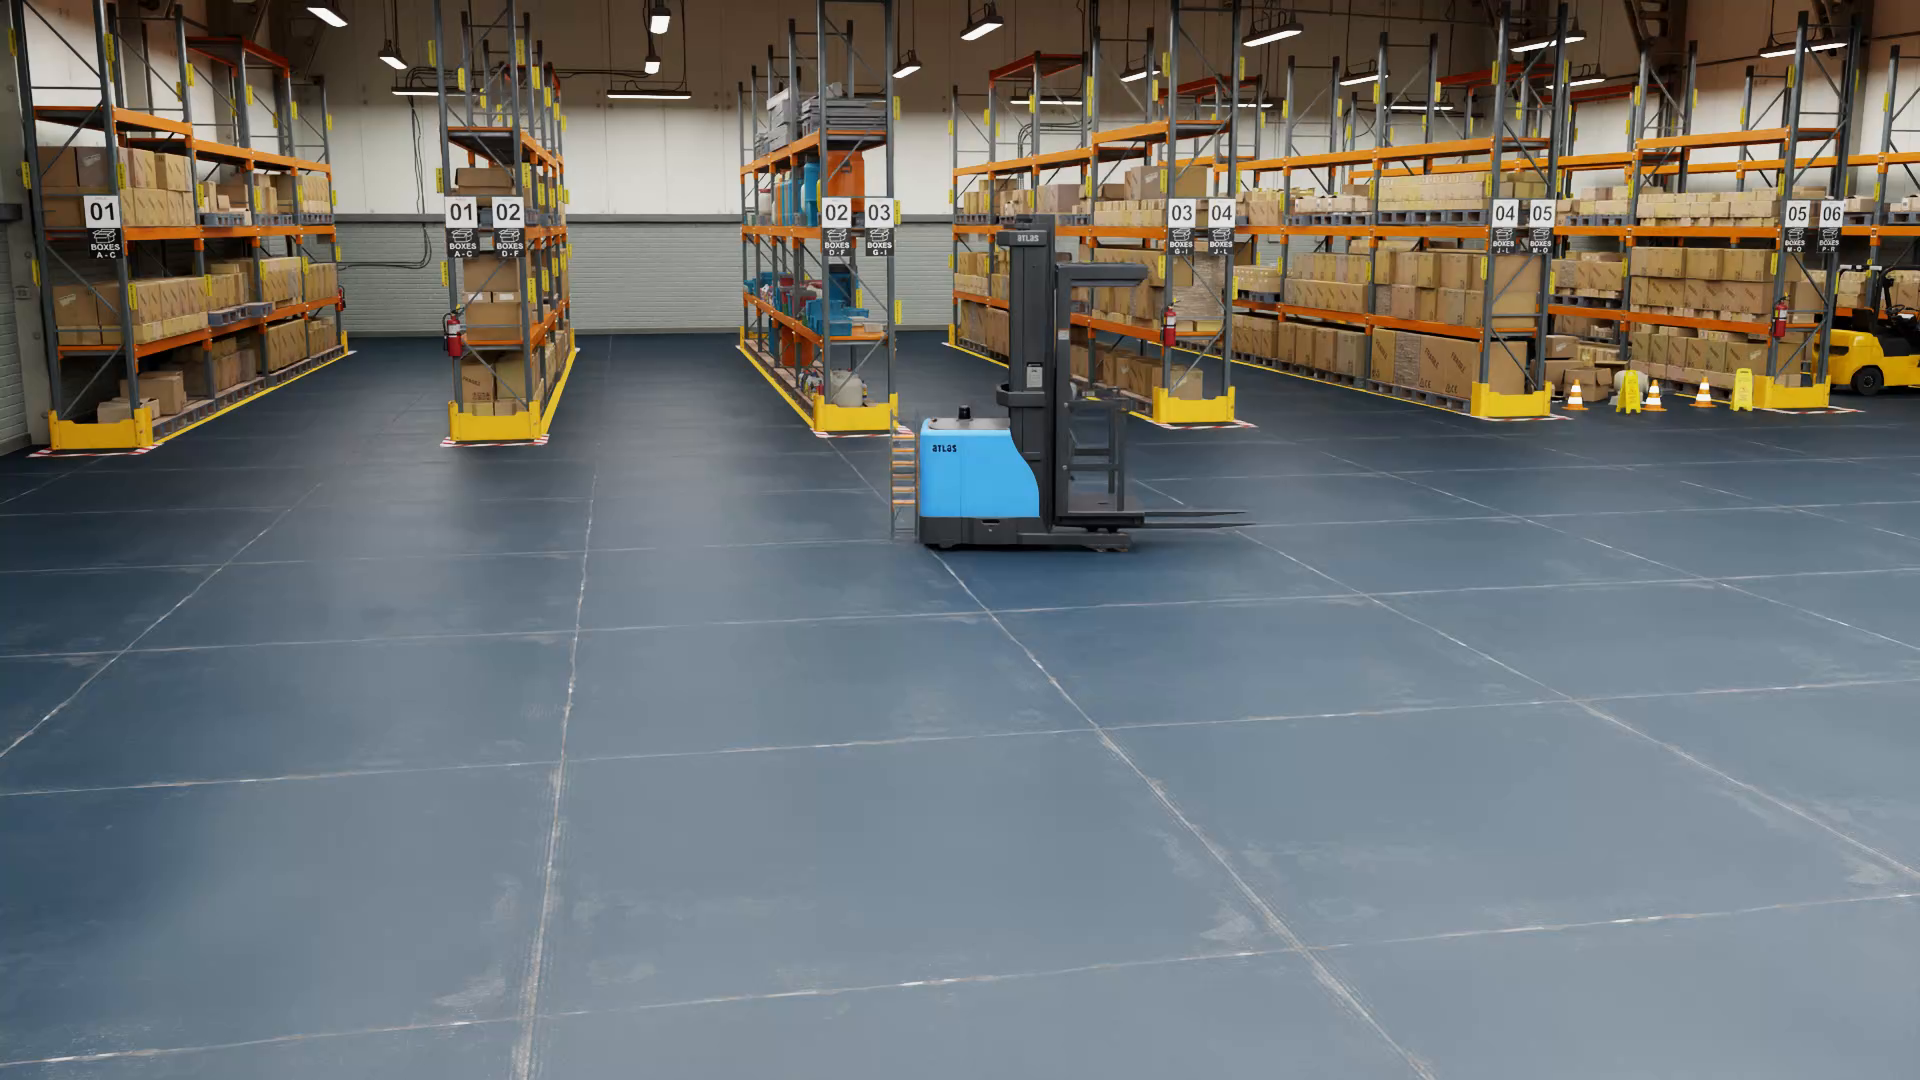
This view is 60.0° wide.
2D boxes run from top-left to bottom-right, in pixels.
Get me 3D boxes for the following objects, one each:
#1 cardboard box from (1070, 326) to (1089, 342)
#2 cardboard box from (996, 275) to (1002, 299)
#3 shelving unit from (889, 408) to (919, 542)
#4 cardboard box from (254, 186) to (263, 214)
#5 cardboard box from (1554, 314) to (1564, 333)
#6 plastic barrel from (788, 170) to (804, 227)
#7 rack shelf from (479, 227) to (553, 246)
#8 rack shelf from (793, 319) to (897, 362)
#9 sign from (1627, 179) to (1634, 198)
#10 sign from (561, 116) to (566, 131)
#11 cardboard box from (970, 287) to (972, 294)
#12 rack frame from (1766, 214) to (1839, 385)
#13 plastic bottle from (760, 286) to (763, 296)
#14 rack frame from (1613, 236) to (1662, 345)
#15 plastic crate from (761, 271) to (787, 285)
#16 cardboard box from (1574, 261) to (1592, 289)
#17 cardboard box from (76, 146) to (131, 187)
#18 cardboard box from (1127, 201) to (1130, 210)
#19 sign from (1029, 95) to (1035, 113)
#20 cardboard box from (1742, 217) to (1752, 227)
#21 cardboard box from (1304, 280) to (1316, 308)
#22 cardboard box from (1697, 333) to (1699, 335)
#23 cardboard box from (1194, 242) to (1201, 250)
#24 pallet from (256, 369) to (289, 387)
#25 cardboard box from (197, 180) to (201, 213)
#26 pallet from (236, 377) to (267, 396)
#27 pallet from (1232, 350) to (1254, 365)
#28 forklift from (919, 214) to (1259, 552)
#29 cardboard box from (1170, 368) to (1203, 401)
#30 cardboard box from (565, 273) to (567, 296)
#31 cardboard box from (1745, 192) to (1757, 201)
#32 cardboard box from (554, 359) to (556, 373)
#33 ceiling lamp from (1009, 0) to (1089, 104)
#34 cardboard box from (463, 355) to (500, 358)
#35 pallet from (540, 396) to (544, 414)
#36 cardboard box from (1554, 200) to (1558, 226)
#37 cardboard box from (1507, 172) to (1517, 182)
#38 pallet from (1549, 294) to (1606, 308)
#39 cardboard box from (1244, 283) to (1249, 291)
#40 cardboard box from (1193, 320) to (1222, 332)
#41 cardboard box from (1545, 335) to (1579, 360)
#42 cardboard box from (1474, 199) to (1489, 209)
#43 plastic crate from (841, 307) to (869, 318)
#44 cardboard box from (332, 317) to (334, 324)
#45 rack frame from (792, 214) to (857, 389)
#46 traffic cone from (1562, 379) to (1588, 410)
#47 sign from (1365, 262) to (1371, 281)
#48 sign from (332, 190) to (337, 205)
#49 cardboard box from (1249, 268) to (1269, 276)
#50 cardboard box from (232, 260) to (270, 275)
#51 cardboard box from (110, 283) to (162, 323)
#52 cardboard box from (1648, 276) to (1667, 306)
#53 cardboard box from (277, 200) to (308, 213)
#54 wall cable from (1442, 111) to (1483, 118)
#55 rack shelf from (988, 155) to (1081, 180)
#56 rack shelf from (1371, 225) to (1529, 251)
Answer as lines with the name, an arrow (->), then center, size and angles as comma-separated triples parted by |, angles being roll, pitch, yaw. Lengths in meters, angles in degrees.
cardboard box -> 2.164, -3.817, 30.786 | 0.500, 0.250, 0.500 | -1, 11, -5
cardboard box -> 1.056, -5.276, 34.682 | 0.500, 0.500, 0.500 | -2, 11, -11
shelving unit -> -0.508, -0.590, 15.138 | 0.258, 1.200, 0.189 | 0, 11, 0
cardboard box -> -13.085, -6.162, 30.135 | 0.700, 0.500, 0.500 | -2, 11, -8
cardboard box -> 15.079, -5.393, 41.122 | 0.700, 0.500, 0.500 | -2, 11, -9
plastic barrel -> -2.501, -5.571, 27.133 | 0.600, 0.901, 0.708 | -2, 11, -11
rack shelf -> -7.437, -5.073, 27.783 | 1.077, 0.370, 4.000 | -2, 11, -11
rack shelf -> -1.800, -3.045, 25.152 | 1.077, 0.370, 4.000 | -2, 11, -11
sign -> 11.846, -6.206, 29.376 | 0.100, 0.325, 0.005 | -2, 11, -11
sign -> -8.834, -9.287, 37.055 | 0.100, 0.325, 0.005 | -2, 11, -11
cardboard box -> 0.434, -5.616, 37.405 | 0.380, 0.149, 0.250 | -2, 11, -10
rack frame -> 13.168, -3.572, 25.997 | 1.000, 3.000, 0.127 | -2, 11, -11
plastic bottle -> -4.066, -5.068, 34.168 | 0.061, 0.283, 0.133 | -2, 11, -11
rack frame -> 15.702, -5.955, 38.512 | 1.000, 3.000, 0.127 | -2, 11, -11
plastic crate -> -4.275, -5.959, 38.279 | 0.616, 0.435, 0.499 | -2, 11, -11
cardboard box -> 11.883, -4.970, 31.152 | 0.500, 0.500, 0.500 | -2, 11, -9
cardboard box -> -10.966, -4.775, 21.297 | 0.500, 0.500, 0.500 | -3, 11, -15
cardboard box -> 2.804, -5.187, 25.791 | 0.380, 0.149, 0.250 | -2, 11, -10
sign -> 1.348, -8.142, 31.040 | 0.100, 0.325, 0.005 | -2, 11, -11
cardboard box -> 12.726, -5.072, 26.527 | 0.380, 0.149, 0.250 | -2, 11, -9
cardboard box -> 6.798, -4.612, 31.194 | 0.500, 0.500, 0.500 | -2, 11, -11
cardboard box -> 12.869, -3.338, 28.991 | 0.500, 0.500, 0.500 | -2, 11, -10
cardboard box -> 5.536, -6.432, 37.285 | 0.500, 0.500, 0.500 | -2, 11, -13
pallet -> -12.764, -2.916, 30.008 | 1.003, 0.211, 1.213 | -2, 11, -11
cardboard box -> -11.935, -5.237, 25.332 | 0.500, 0.500, 0.500 | -1, 11, -3
pallet -> -12.534, -2.626, 28.481 | 1.003, 0.211, 1.213 | -2, 11, -11
pallet -> 6.392, -3.838, 34.850 | 1.003, 0.211, 1.213 | -2, 11, -11
forklift -> 1.155, -1.433, 14.939 | 3.031, 2.935, 1.130 | 0, 11, 0
cardboard box -> 3.342, -2.306, 24.903 | 0.500, 0.500, 0.500 | 0, 11, 0
cardboard box -> -8.734, -5.485, 35.777 | 0.500, 0.500, 0.500 | -2, 11, -12
cardboard box -> 12.733, -5.460, 26.433 | 0.380, 0.149, 0.250 | -2, 11, -12
cardboard box -> -7.485, -3.088, 29.681 | 0.500, 0.250, 0.500 | -2, 11, -10
ceiling lamp -> 2.301, -12.546, 41.485 | 2.000, 3.185, 0.800 | -2, 11, -11
cardboard box -> -6.972, -2.439, 24.265 | 0.500, 0.500, 0.500 | -2, 11, -11
pallet -> -6.935, -2.069, 25.555 | 1.003, 0.211, 1.213 | -2, 11, -11
cardboard box -> 11.787, -6.388, 32.501 | 0.700, 0.500, 0.500 | -2, 11, -11
cardboard box -> 8.532, -5.490, 25.198 | 0.380, 0.149, 0.250 | -2, 11, -11
pallet -> 12.037, -4.584, 31.824 | 1.003, 0.211, 1.213 | -2, 11, -11
cardboard box -> 6.034, -5.186, 34.022 | 0.380, 0.149, 0.250 | -3, 11, -14
cardboard box -> 3.626, -3.150, 24.447 | 0.380, 0.149, 0.250 | -2, 11, -11
cardboard box -> 10.650, -3.380, 29.645 | 0.500, 0.500, 0.500 | -2, 11, -11
cardboard box -> 7.935, -5.028, 24.904 | 0.380, 0.149, 0.250 | -2, 11, -11
plastic crate -> -1.707, -3.499, 26.011 | 0.499, 0.251, 0.616 | -2, 11, -11
cardboard box -> -13.803, -4.761, 36.072 | 0.380, 0.149, 0.250 | -2, 11, -12
rack frame -> -2.189, -3.766, 27.012 | 1.000, 3.000, 0.127 | -2, 11, -11
traffic cone -> 9.622, -2.277, 25.974 | 0.336, 0.463, 0.334 | -2, 11, -11
sign -> 7.024, -4.616, 28.594 | 0.100, 0.325, 0.005 | -2, 11, -11
sign -> -13.706, -7.493, 36.417 | 0.100, 0.325, 0.005 | -2, 11, -11
cardboard box -> 6.078, -5.433, 33.727 | 0.380, 0.149, 0.250 | -2, 11, -9
cardboard box -> -12.526, -4.810, 29.379 | 0.500, 0.250, 0.500 | -2, 11, -10
cardboard box -> -11.013, -3.166, 22.202 | 0.500, 0.500, 0.500 | -2, 11, -11
cardboard box -> 12.323, -4.319, 28.858 | 0.500, 0.500, 0.500 | -2, 11, -11
cardboard box -> -13.339, -6.664, 33.229 | 0.500, 0.250, 0.500 | -2, 11, -11
wall cable -> 15.082, -13.449, 46.969 | 2.988, 3.039, 0.133 | -2, 11, -11
rack shelf -> 1.502, -7.443, 33.283 | 1.077, 0.370, 4.000 | -2, 11, -11
rack shelf -> 7.943, -4.861, 26.668 | 1.077, 0.370, 4.000 | -2, 11, -11
